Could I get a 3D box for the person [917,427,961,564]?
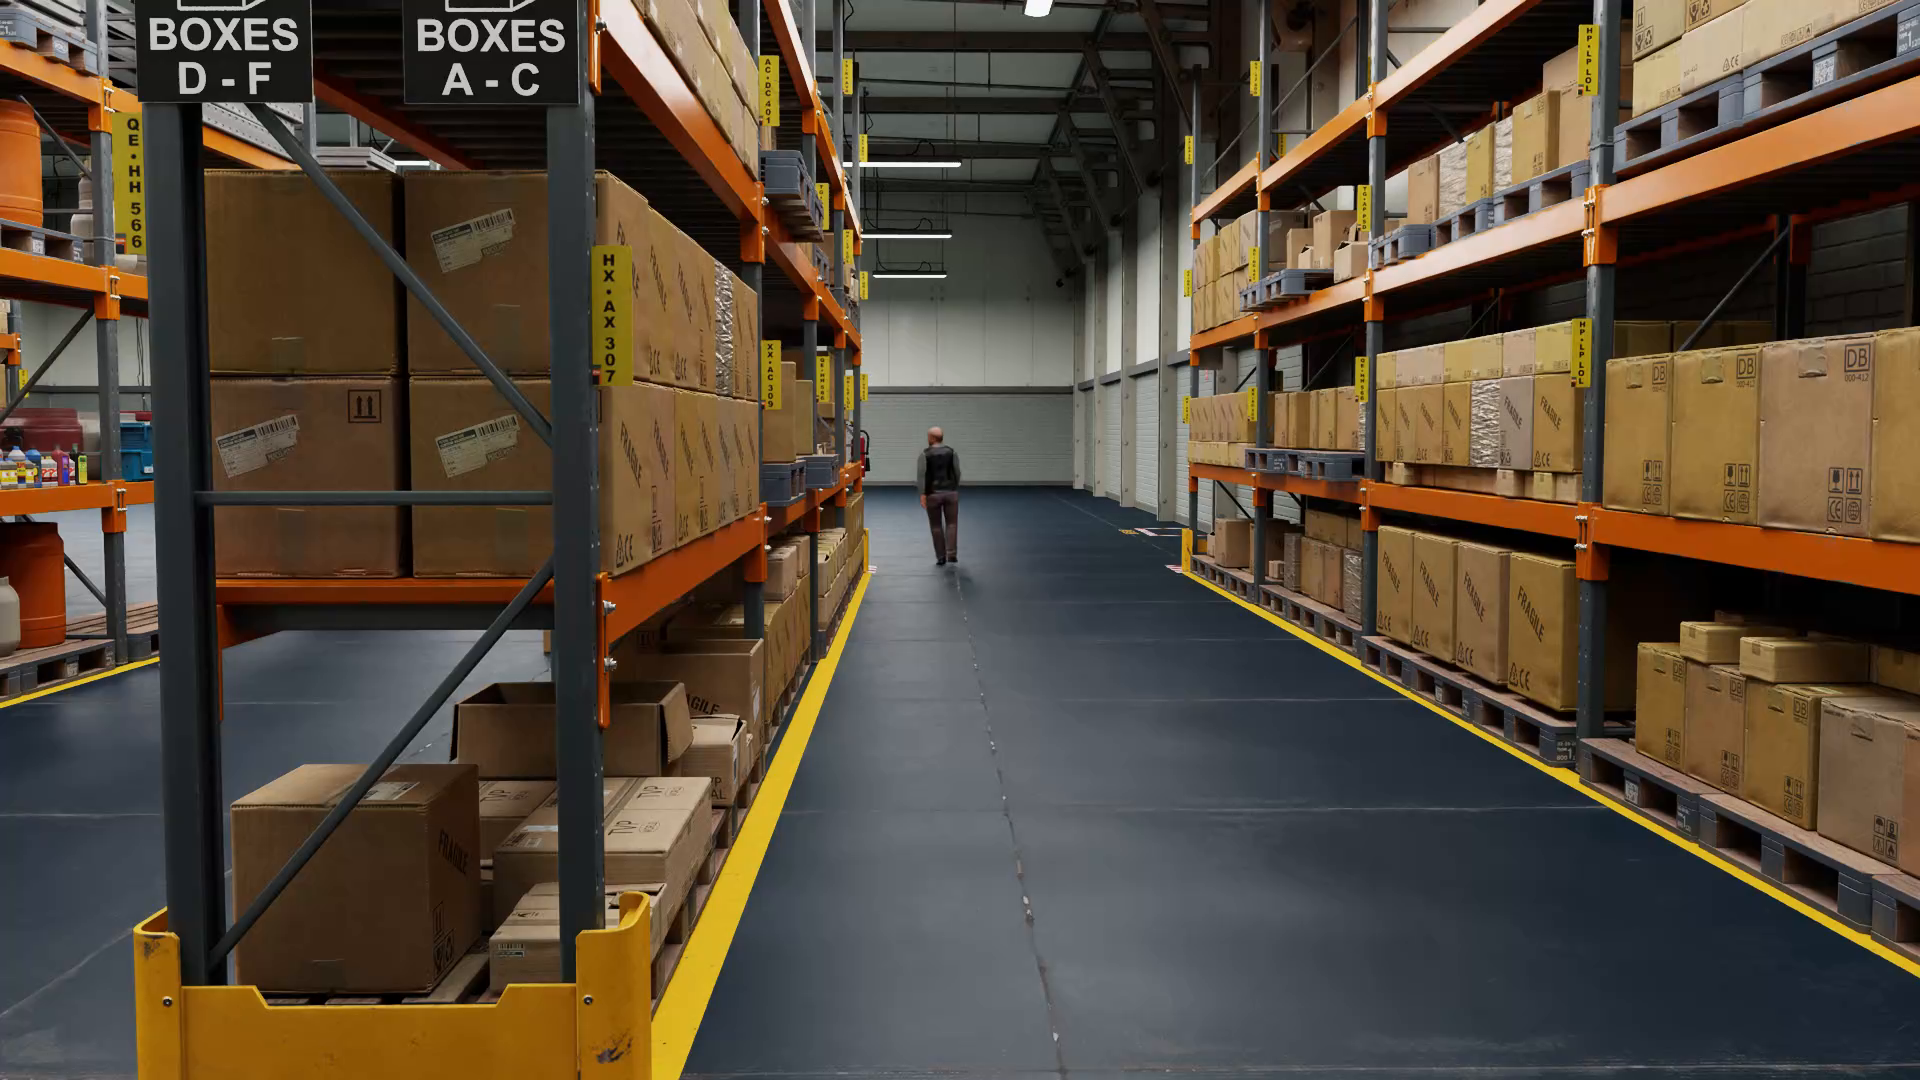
[{"bbox_3d":[-0.275,-0.539,20.743,0.570,1.732,0.599,-1,4,-8],"label":"person"}]
